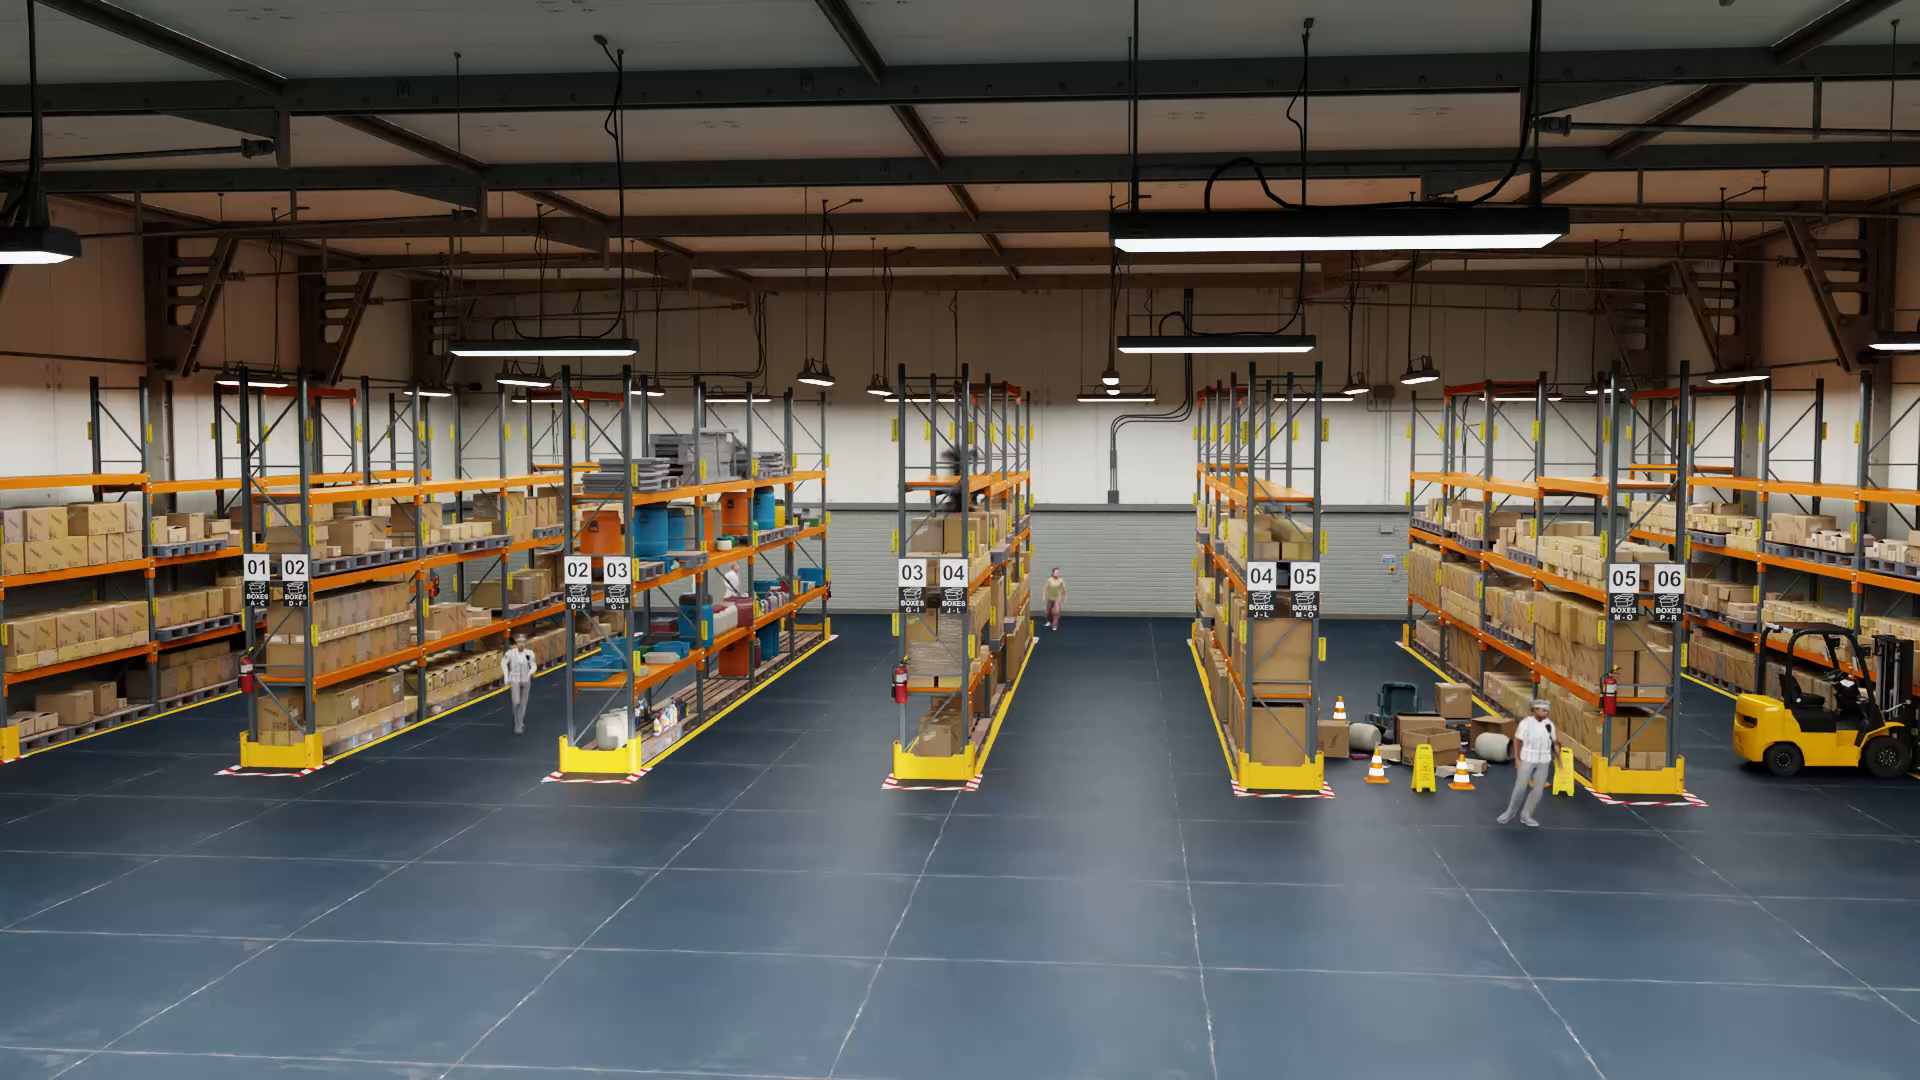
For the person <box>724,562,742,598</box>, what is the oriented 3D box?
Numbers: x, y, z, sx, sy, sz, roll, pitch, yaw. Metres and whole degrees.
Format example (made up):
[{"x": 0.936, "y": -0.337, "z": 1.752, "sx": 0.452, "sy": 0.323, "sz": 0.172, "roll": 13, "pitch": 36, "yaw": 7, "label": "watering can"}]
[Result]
[{"x": -5.843, "y": 1.479, "z": 42.358, "sx": 0.840, "sy": 1.644, "sz": 0.768, "roll": 1, "pitch": 4, "yaw": 8, "label": "person"}]

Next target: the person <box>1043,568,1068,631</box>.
[{"x": 2.432, "y": 1.489, "z": 42.305, "sx": 0.630, "sy": 1.603, "sz": 0.757, "roll": 0, "pitch": 4, "yaw": 5, "label": "person"}]

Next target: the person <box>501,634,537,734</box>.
[{"x": -7.371, "y": 2.396, "z": 27.818, "sx": 0.547, "sy": 1.702, "sz": 0.794, "roll": -2, "pitch": 4, "yaw": -24, "label": "person"}]

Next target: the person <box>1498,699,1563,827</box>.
[{"x": 7.234, "y": 2.832, "z": 21.062, "sx": 0.707, "sy": 1.650, "sz": 0.579, "roll": 0, "pitch": 4, "yaw": -7, "label": "person"}]
